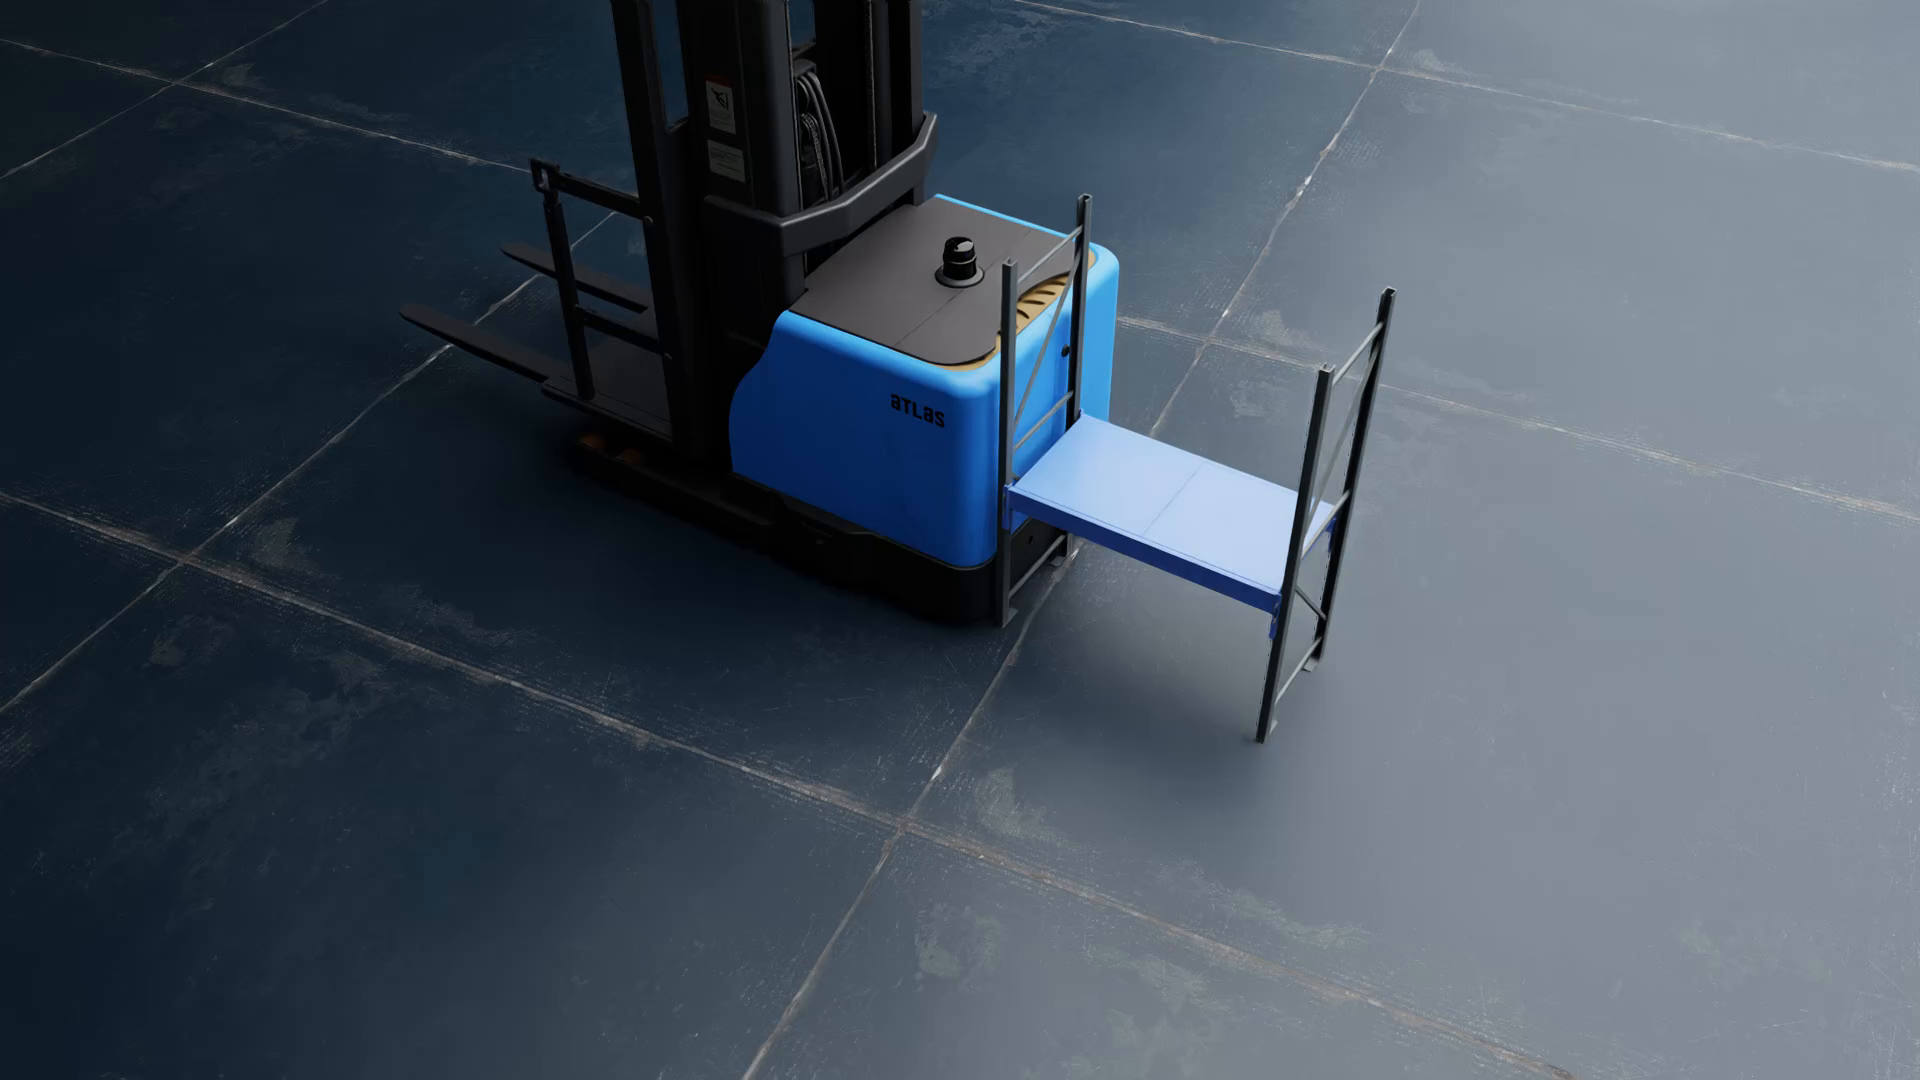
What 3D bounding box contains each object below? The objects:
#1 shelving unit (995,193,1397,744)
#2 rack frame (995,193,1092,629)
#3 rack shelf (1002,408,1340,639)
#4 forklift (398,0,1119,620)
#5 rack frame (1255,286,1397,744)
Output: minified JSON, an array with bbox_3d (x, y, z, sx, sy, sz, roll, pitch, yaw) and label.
[{"bbox_3d":[0.701,-0.212,5.399,1.048,1.500,0.538,23,46,24],"label":"shelving unit"},{"bbox_3d":[0.273,-0.391,5.605,0.032,1.500,0.500,23,46,24],"label":"rack frame"},{"bbox_3d":[0.701,-0.076,5.517,1.000,0.185,0.538,23,46,24],"label":"rack shelf"},{"bbox_3d":[-0.942,-1.566,5.869,3.031,2.935,1.130,23,46,24],"label":"forklift"},{"bbox_3d":[1.130,-0.033,5.192,0.032,1.500,0.500,23,46,24],"label":"rack frame"}]
